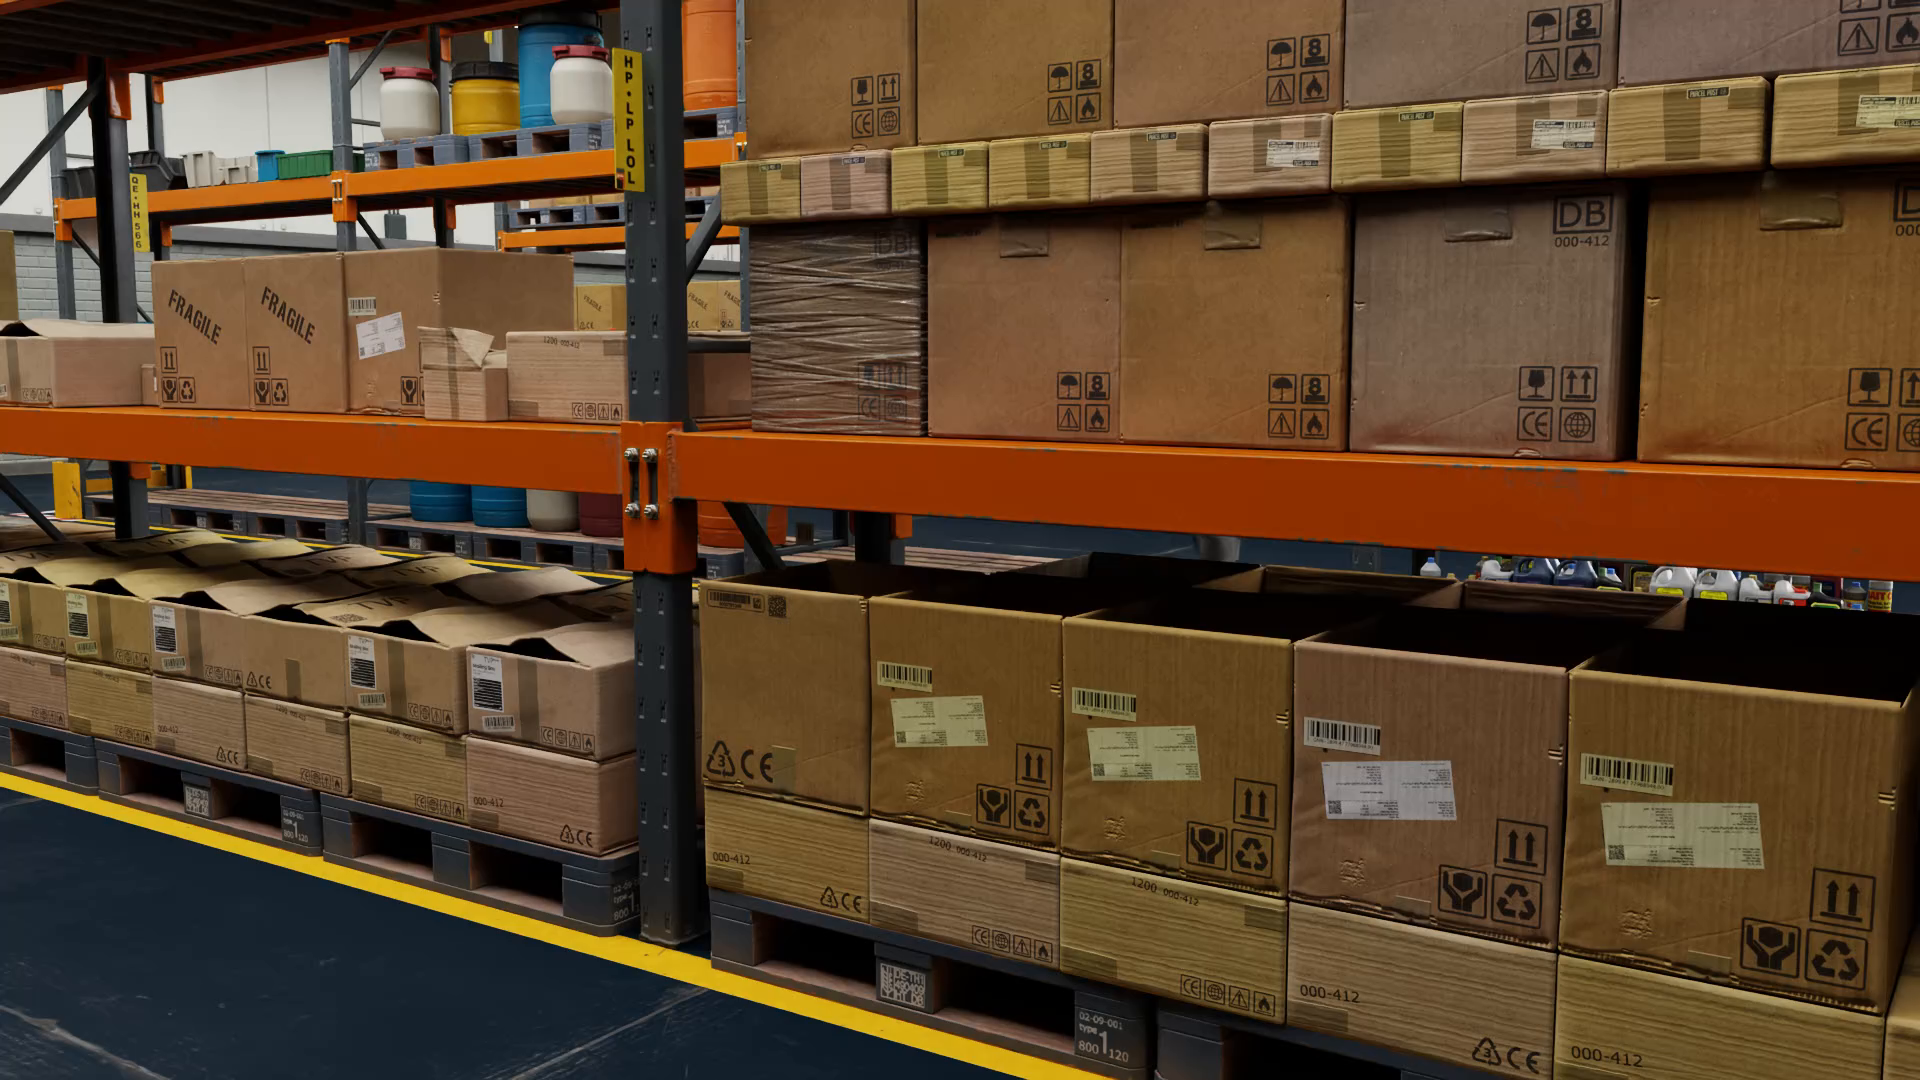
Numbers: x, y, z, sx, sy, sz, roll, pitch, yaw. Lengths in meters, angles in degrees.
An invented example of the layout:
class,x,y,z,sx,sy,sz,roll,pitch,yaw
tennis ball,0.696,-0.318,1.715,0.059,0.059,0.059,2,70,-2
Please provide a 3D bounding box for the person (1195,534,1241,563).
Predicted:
class,x,y,z,sx,sy,sz,roll,pitch,yaw
person,1.141,-0.104,7.132,0.411,1.643,0.457,-1,7,-8
